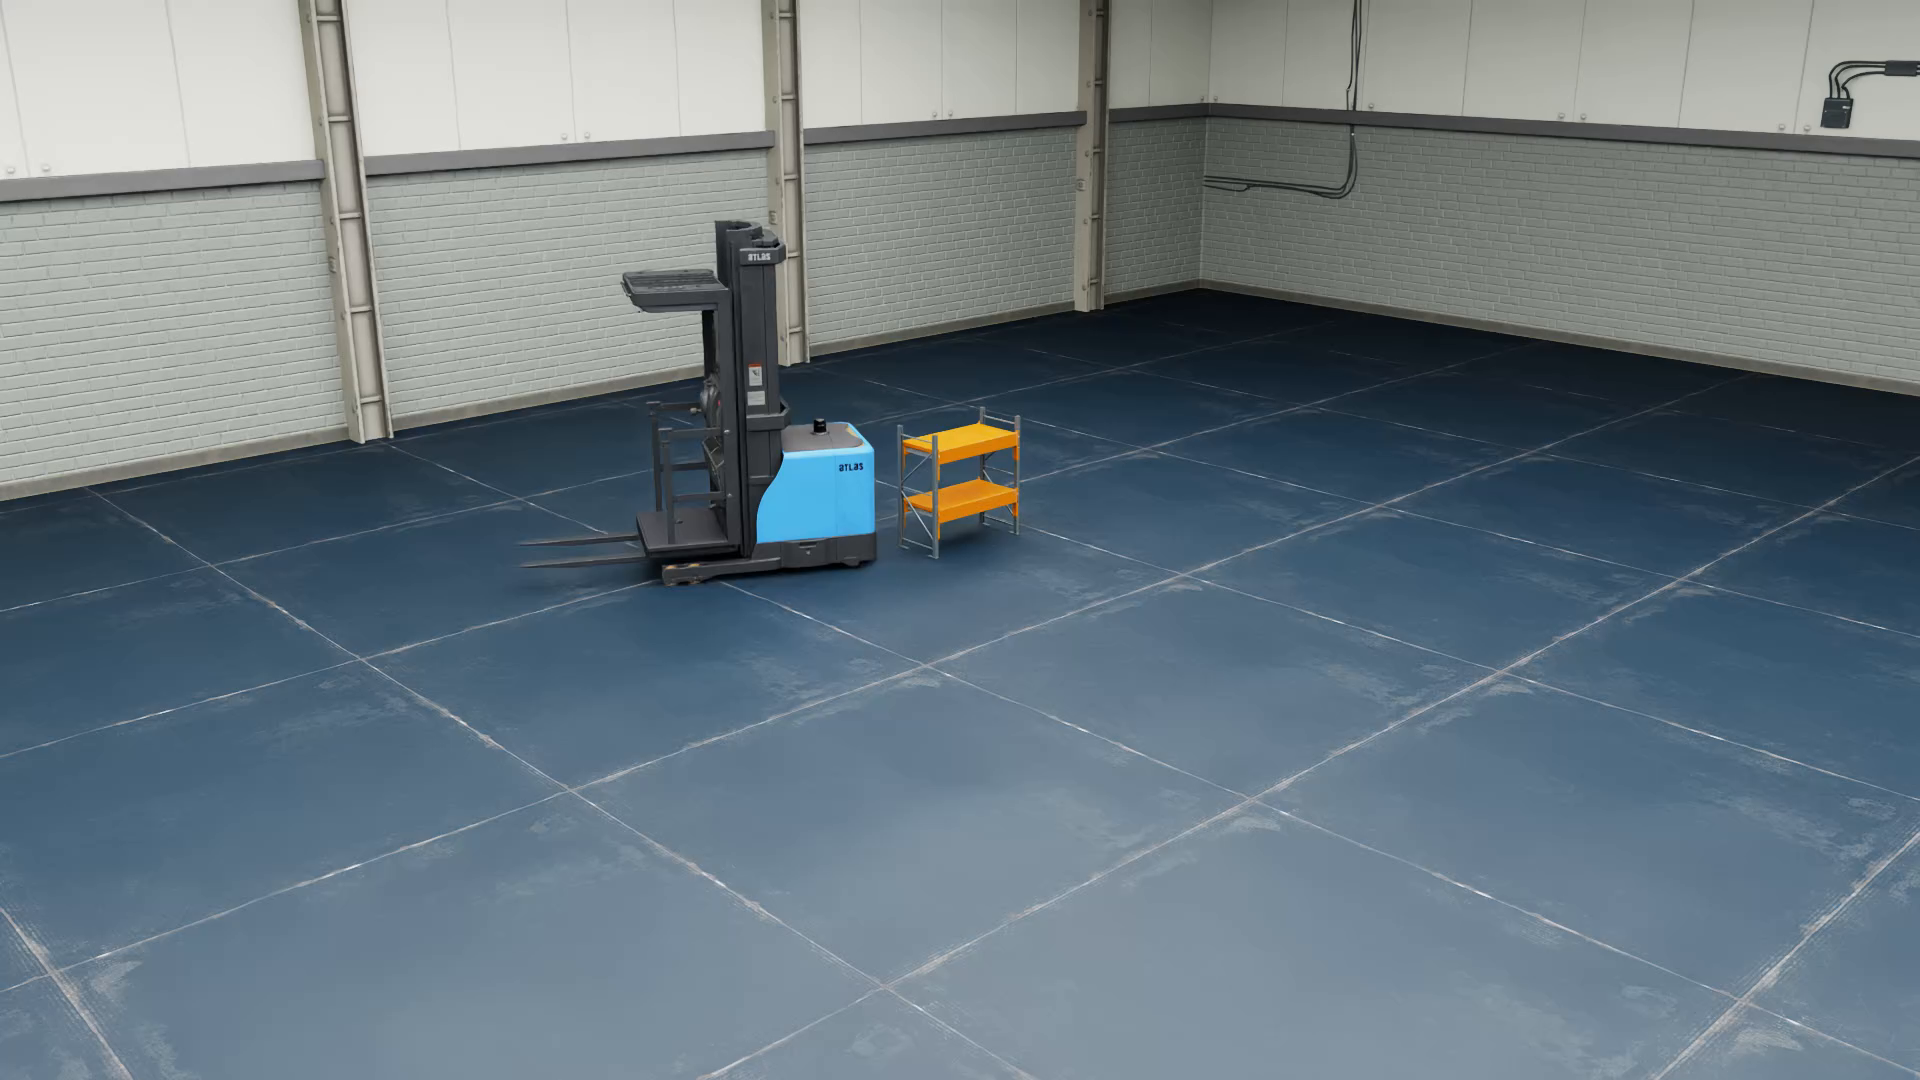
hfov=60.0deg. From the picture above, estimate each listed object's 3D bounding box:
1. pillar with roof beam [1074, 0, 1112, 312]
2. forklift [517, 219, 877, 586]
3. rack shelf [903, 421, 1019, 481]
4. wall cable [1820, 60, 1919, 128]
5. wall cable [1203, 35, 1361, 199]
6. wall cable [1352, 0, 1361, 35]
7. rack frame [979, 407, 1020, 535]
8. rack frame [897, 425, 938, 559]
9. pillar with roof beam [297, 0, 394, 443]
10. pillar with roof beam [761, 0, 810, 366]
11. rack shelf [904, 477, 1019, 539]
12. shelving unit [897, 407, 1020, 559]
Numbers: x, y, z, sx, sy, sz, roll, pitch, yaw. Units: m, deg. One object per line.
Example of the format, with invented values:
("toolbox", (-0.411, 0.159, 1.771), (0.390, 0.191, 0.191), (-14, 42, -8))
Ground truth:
("pillar with roof beam", (5.017, -7.013, 22.290), (0.400, 9.000, 9.100), (-16, 24, -41))
("forklift", (-2.302, -1.188, 14.162), (3.031, 2.935, 1.130), (-5, 19, -15))
("rack shelf", (-0.005, -0.812, 14.982), (1.000, 0.278, 0.538), (-16, 24, -41))
("wall cable", (11.620, -7.793, 19.180), (0.169, 6.003, 2.305), (-16, 24, -41))
("wall cable", (5.109, -6.829, 26.756), (0.112, 2.526, 3.097), (-16, 24, -41))
("wall cable", (6.968, -8.625, 24.107), (0.112, 2.526, 3.097), (-16, 24, -41))
("rack frame", (0.364, -0.641, 15.404), (0.032, 1.125, 0.500), (-16, 24, -41))
("rack frame", (-0.374, -0.426, 14.740), (0.032, 1.125, 0.500), (-16, 24, -41))
("pillar with roof beam", (-3.702, -4.470, 14.448), (0.400, 9.000, 9.100), (-16, 24, -41))
("pillar with roof beam", (0.658, -5.742, 18.369), (0.400, 9.000, 9.100), (-16, 24, -41))
("rack shelf", (-0.005, -0.301, 15.148), (1.000, 0.278, 0.538), (-16, 24, -41))
("shelving unit", (-0.005, -0.534, 15.072), (1.048, 1.125, 0.538), (-16, 24, -41))
